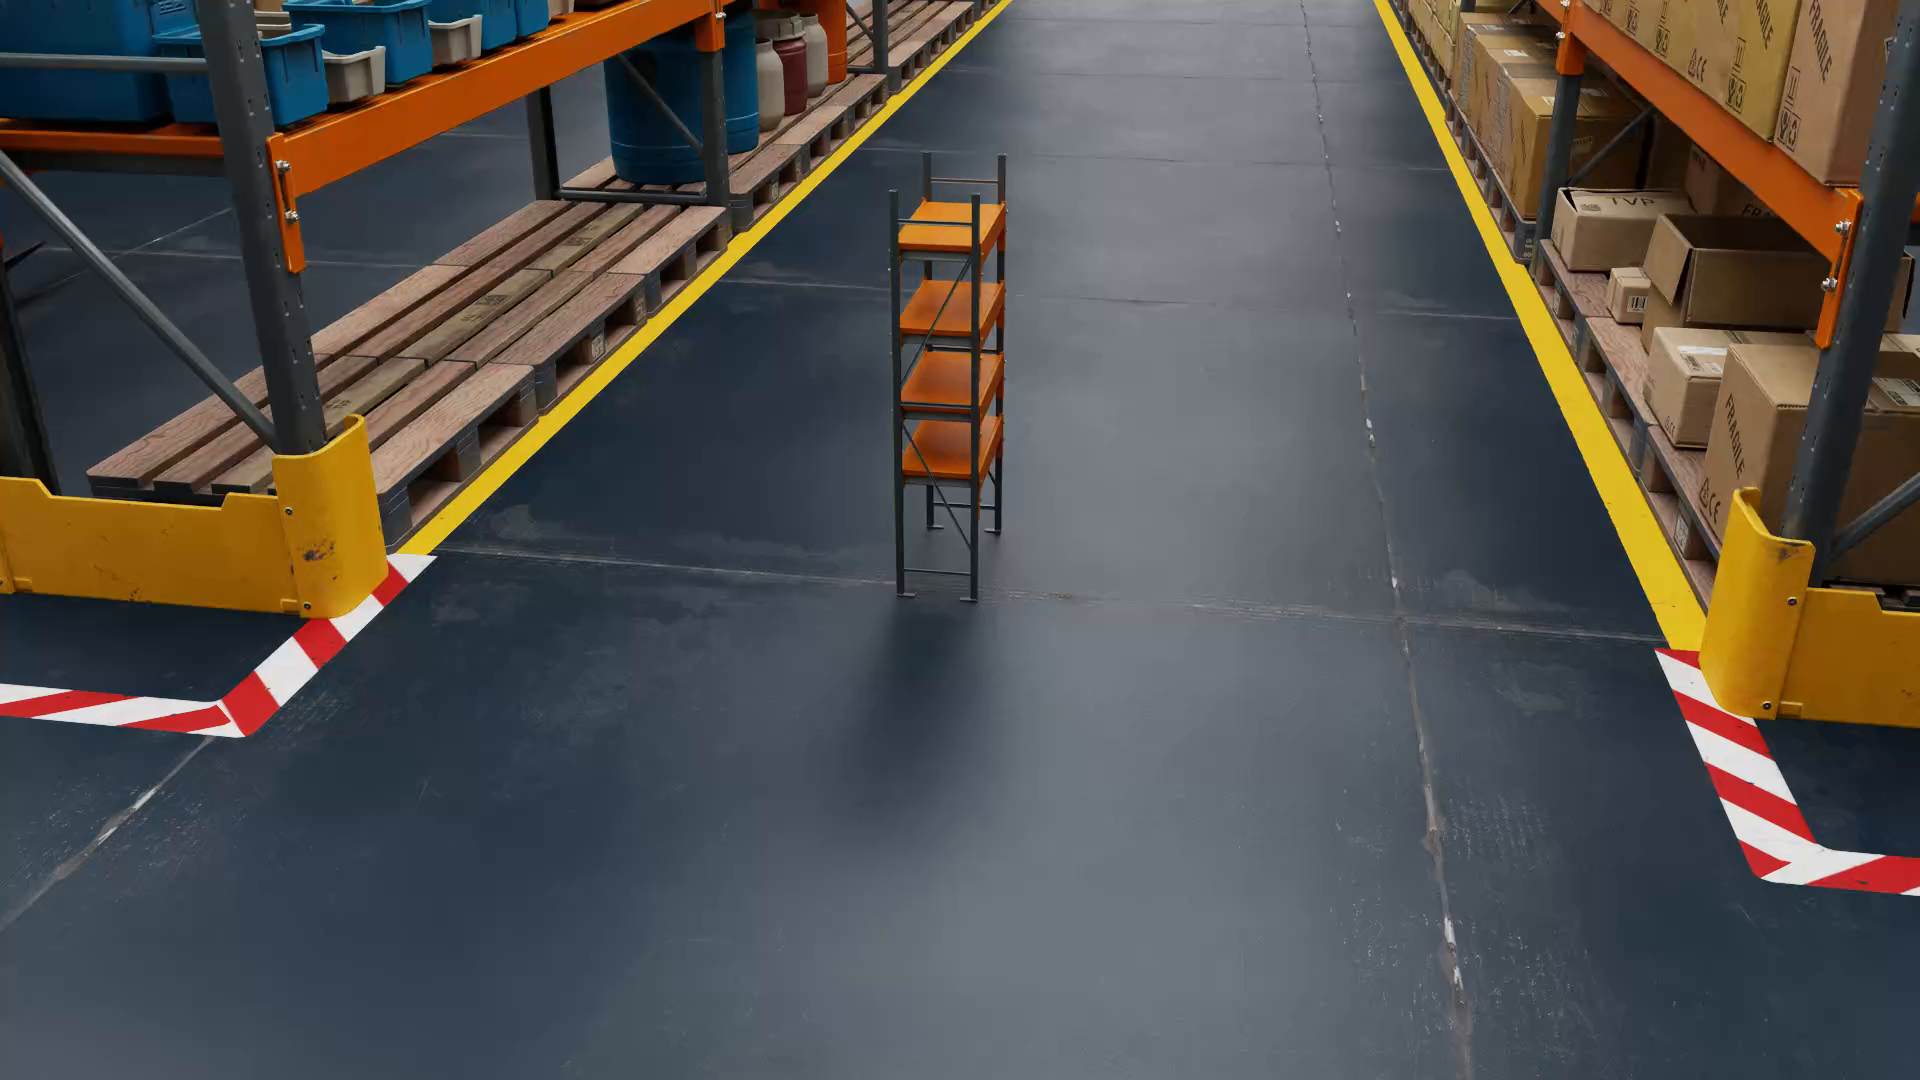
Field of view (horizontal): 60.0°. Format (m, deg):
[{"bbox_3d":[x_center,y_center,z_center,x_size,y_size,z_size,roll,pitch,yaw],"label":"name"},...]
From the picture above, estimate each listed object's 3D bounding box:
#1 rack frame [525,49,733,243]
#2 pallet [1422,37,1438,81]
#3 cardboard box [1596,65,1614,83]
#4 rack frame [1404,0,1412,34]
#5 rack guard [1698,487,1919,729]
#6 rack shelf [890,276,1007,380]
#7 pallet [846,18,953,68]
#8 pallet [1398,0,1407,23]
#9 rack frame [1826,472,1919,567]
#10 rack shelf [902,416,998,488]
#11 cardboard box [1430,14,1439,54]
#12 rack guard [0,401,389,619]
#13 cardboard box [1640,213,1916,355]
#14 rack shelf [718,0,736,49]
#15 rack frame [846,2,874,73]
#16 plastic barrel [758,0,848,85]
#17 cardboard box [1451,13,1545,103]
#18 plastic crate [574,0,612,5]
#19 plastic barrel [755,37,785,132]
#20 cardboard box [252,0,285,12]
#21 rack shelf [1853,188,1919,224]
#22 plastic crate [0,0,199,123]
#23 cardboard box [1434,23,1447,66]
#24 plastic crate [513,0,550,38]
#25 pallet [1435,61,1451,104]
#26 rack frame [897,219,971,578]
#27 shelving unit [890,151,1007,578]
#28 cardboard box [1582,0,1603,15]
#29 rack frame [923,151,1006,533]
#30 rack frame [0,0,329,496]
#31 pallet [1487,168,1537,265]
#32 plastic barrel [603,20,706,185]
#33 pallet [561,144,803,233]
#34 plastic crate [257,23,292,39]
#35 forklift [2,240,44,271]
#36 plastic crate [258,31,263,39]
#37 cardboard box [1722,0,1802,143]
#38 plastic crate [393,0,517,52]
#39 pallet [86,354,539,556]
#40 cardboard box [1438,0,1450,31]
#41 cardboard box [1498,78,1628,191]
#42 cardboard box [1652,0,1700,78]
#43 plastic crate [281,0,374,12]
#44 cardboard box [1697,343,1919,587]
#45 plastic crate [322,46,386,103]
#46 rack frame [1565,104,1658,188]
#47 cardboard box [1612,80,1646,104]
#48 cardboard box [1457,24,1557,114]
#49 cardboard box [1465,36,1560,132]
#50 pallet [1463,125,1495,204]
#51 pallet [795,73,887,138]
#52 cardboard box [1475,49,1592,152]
[{"bbox_3d":[-1.674,-2.923,7.957,1.000,3.000,0.127,4,25,9],"label":"rack frame"},{"bbox_3d":[4.241,-3.839,13.202,1.003,0.211,1.213,4,25,9],"label":"pallet"},{"bbox_3d":[3.697,-2.263,8.976,0.500,0.500,0.500,4,25,9],"label":"cardboard box"},{"bbox_3d":[4.520,-5.924,14.368,1.000,3.000,0.127,4,25,9],"label":"rack frame"},{"bbox_3d":[2.571,0.195,4.244,1.175,0.500,0.348,4,25,9],"label":"rack guard"},{"bbox_3d":[-0.027,-0.616,4.781,0.258,0.148,0.480,4,25,9],"label":"rack shelf"},{"bbox_3d":[-0.653,-4.163,13.895,1.003,0.211,1.213,4,25,9],"label":"pallet"},{"bbox_3d":[4.691,-4.991,15.664,1.003,0.211,1.213,4,25,9],"label":"pallet"},{"bbox_3d":[2.562,-0.905,3.645,0.949,2.616,0.053,4,25,9],"label":"rack frame"},{"bbox_3d":[-0.027,-0.269,4.944,0.221,0.050,0.457,4,25,9],"label":"rack shelf"},{"bbox_3d":[3.877,-3.859,12.704,0.500,0.250,0.500,5,25,10],"label":"cardboard box"},{"bbox_3d":[-2.318,-0.107,4.889,1.175,0.500,0.348,4,25,9],"label":"rack guard"},{"bbox_3d":[2.911,-0.861,5.977,0.797,0.503,0.637,4,25,9],"label":"cardboard box"},{"bbox_3d":[-1.347,-3.434,9.896,1.077,0.370,4.000,4,25,9],"label":"rack shelf"},{"bbox_3d":[-1.023,-4.596,11.531,0.949,2.616,0.053,4,25,9],"label":"rack frame"},{"bbox_3d":[-1.083,-3.598,11.462,0.600,0.830,0.708,4,25,9],"label":"plastic barrel"},{"bbox_3d":[3.510,-3.148,10.866,0.500,0.500,0.500,5,26,11],"label":"cardboard box"},{"bbox_3d":[-1.592,-2.339,6.962,0.437,0.125,0.590,4,25,9],"label":"plastic crate"},{"bbox_3d":[-1.272,-2.739,10.003,0.421,0.512,0.421,0,25,0],"label":"plastic barrel"},{"bbox_3d":[-5.817,-4.288,13.302,0.700,0.500,0.500,3,25,6],"label":"cardboard box"},{"bbox_3d":[2.886,-1.537,5.529,0.919,0.052,3.809,4,25,9],"label":"rack shelf"},{"bbox_3d":[-2.457,-1.446,4.689,0.616,0.435,0.499,4,25,9],"label":"plastic crate"},{"bbox_3d":[3.792,-3.649,12.255,0.500,0.250,0.500,4,25,8],"label":"cardboard box"},{"bbox_3d":[-1.698,-1.958,6.022,0.416,0.233,0.300,4,25,9],"label":"plastic crate"},{"bbox_3d":[1.155,-3.956,10.150,6.198,3.011,5.144,4,25,9],"label":"pallet"},{"bbox_3d":[-0.068,-0.372,4.630,0.228,1.046,0.006,4,25,9],"label":"rack frame"},{"bbox_3d":[-0.027,-0.475,4.850,0.258,1.200,0.499,4,25,9],"label":"shelving unit"},{"bbox_3d":[2.860,-2.429,6.784,0.500,0.500,0.500,5,25,10],"label":"cardboard box"},{"bbox_3d":[0.013,-0.576,5.066,0.240,1.200,0.015,4,25,9],"label":"rack frame"},{"bbox_3d":[-2.327,-1.250,4.382,1.000,3.000,0.127,4,25,9],"label":"rack frame"},{"bbox_3d":[3.308,-1.658,8.544,1.003,0.211,1.213,4,25,9],"label":"pallet"},{"bbox_3d":[-1.568,-2.389,8.796,0.600,0.901,0.708,4,25,9],"label":"plastic barrel"},{"bbox_3d":[-1.506,-1.980,9.231,1.003,0.211,1.213,4,25,9],"label":"pallet"},{"bbox_3d":[-2.311,-1.632,5.438,0.396,0.136,0.243,4,25,9],"label":"plastic crate"},{"bbox_3d":[-4.573,-1.868,5.783,1.130,2.935,3.031,0,25,0],"label":"forklift"},{"bbox_3d":[-2.373,-1.511,5.181,0.396,0.136,0.243,4,25,9],"label":"plastic crate"},{"bbox_3d":[2.445,-1.374,4.529,0.500,0.500,0.500,4,25,9],"label":"cardboard box"},{"bbox_3d":[-1.747,-1.833,5.754,0.416,0.233,0.300,4,25,9],"label":"plastic crate"},{"bbox_3d":[-2.154,-0.329,5.705,1.003,0.211,1.213,4,25,9],"label":"pallet"},{"bbox_3d":[3.787,-3.904,12.139,0.500,0.311,0.500,4,25,8],"label":"cardboard box"},{"bbox_3d":[3.099,-2.078,8.581,0.500,0.500,0.500,4,25,9],"label":"cardboard box"},{"bbox_3d":[2.614,-1.793,5.425,0.500,0.500,0.500,4,25,8],"label":"cardboard box"},{"bbox_3d":[-2.260,-1.875,5.958,0.298,0.136,0.250,4,25,9],"label":"plastic crate"},{"bbox_3d":[2.405,-0.217,4.605,0.500,0.500,0.500,4,25,9],"label":"cardboard box"},{"bbox_3d":[-1.828,-1.367,4.872,0.250,0.136,0.298,4,25,9],"label":"plastic crate"},{"bbox_3d":[3.216,-2.578,7.220,0.949,2.616,0.053,4,25,9],"label":"rack frame"},{"bbox_3d":[3.608,-2.055,8.531,0.500,0.500,0.500,4,25,9],"label":"cardboard box"},{"bbox_3d":[3.430,-2.928,10.398,0.500,0.500,0.500,3,25,7],"label":"cardboard box"},{"bbox_3d":[3.829,-3.251,11.026,1.136,0.551,3.017,3,25,7],"label":"cardboard box"},{"bbox_3d":[3.505,-2.170,9.637,1.003,0.211,1.213,4,25,9],"label":"pallet"},{"bbox_3d":[-1.108,-3.000,11.411,1.003,0.211,1.213,4,25,9],"label":"pallet"},{"bbox_3d":[3.263,-2.500,9.483,0.500,0.500,0.500,3,25,7],"label":"cardboard box"}]
